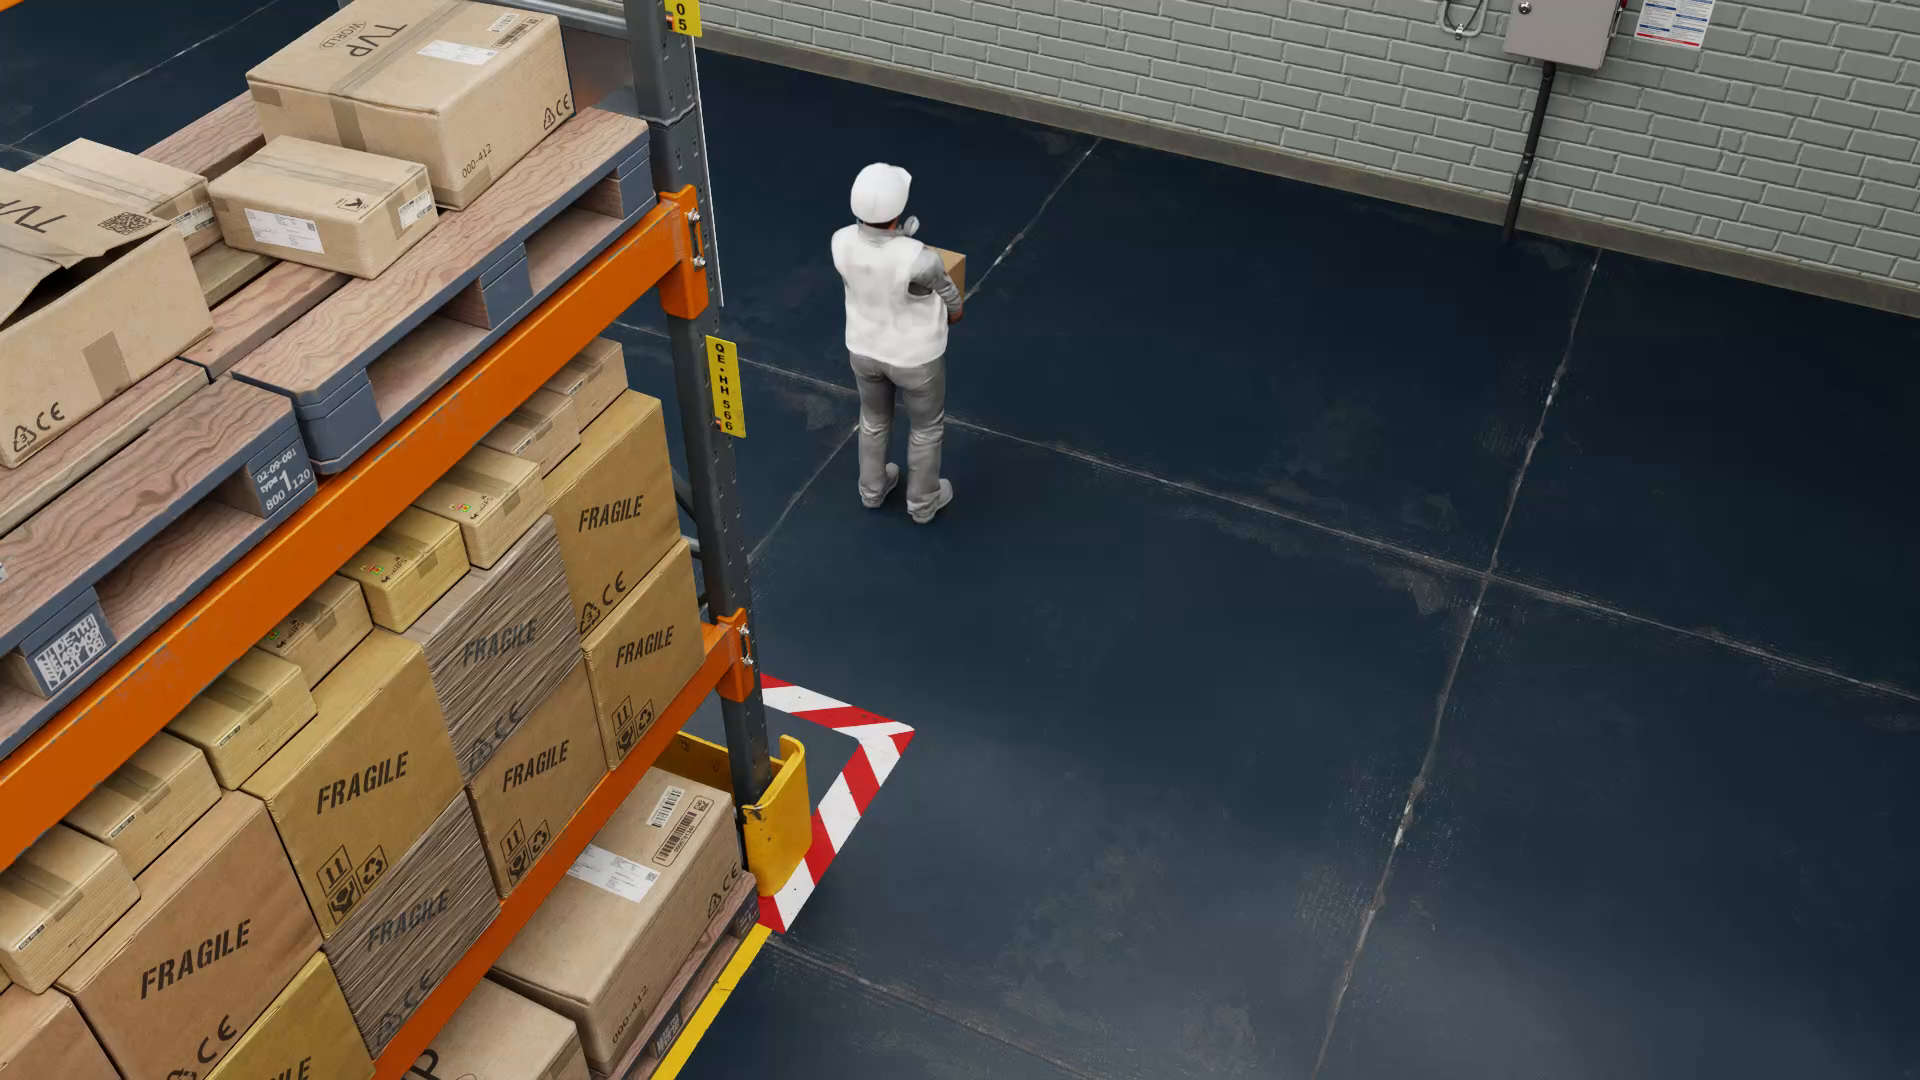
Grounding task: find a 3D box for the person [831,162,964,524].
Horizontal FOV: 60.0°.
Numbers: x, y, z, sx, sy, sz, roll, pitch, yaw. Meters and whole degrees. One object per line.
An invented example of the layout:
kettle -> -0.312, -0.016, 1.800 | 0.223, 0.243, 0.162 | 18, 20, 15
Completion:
person -> -0.245, -0.885, 7.140 | 0.494, 1.762, 0.554 | 18, 45, 19
